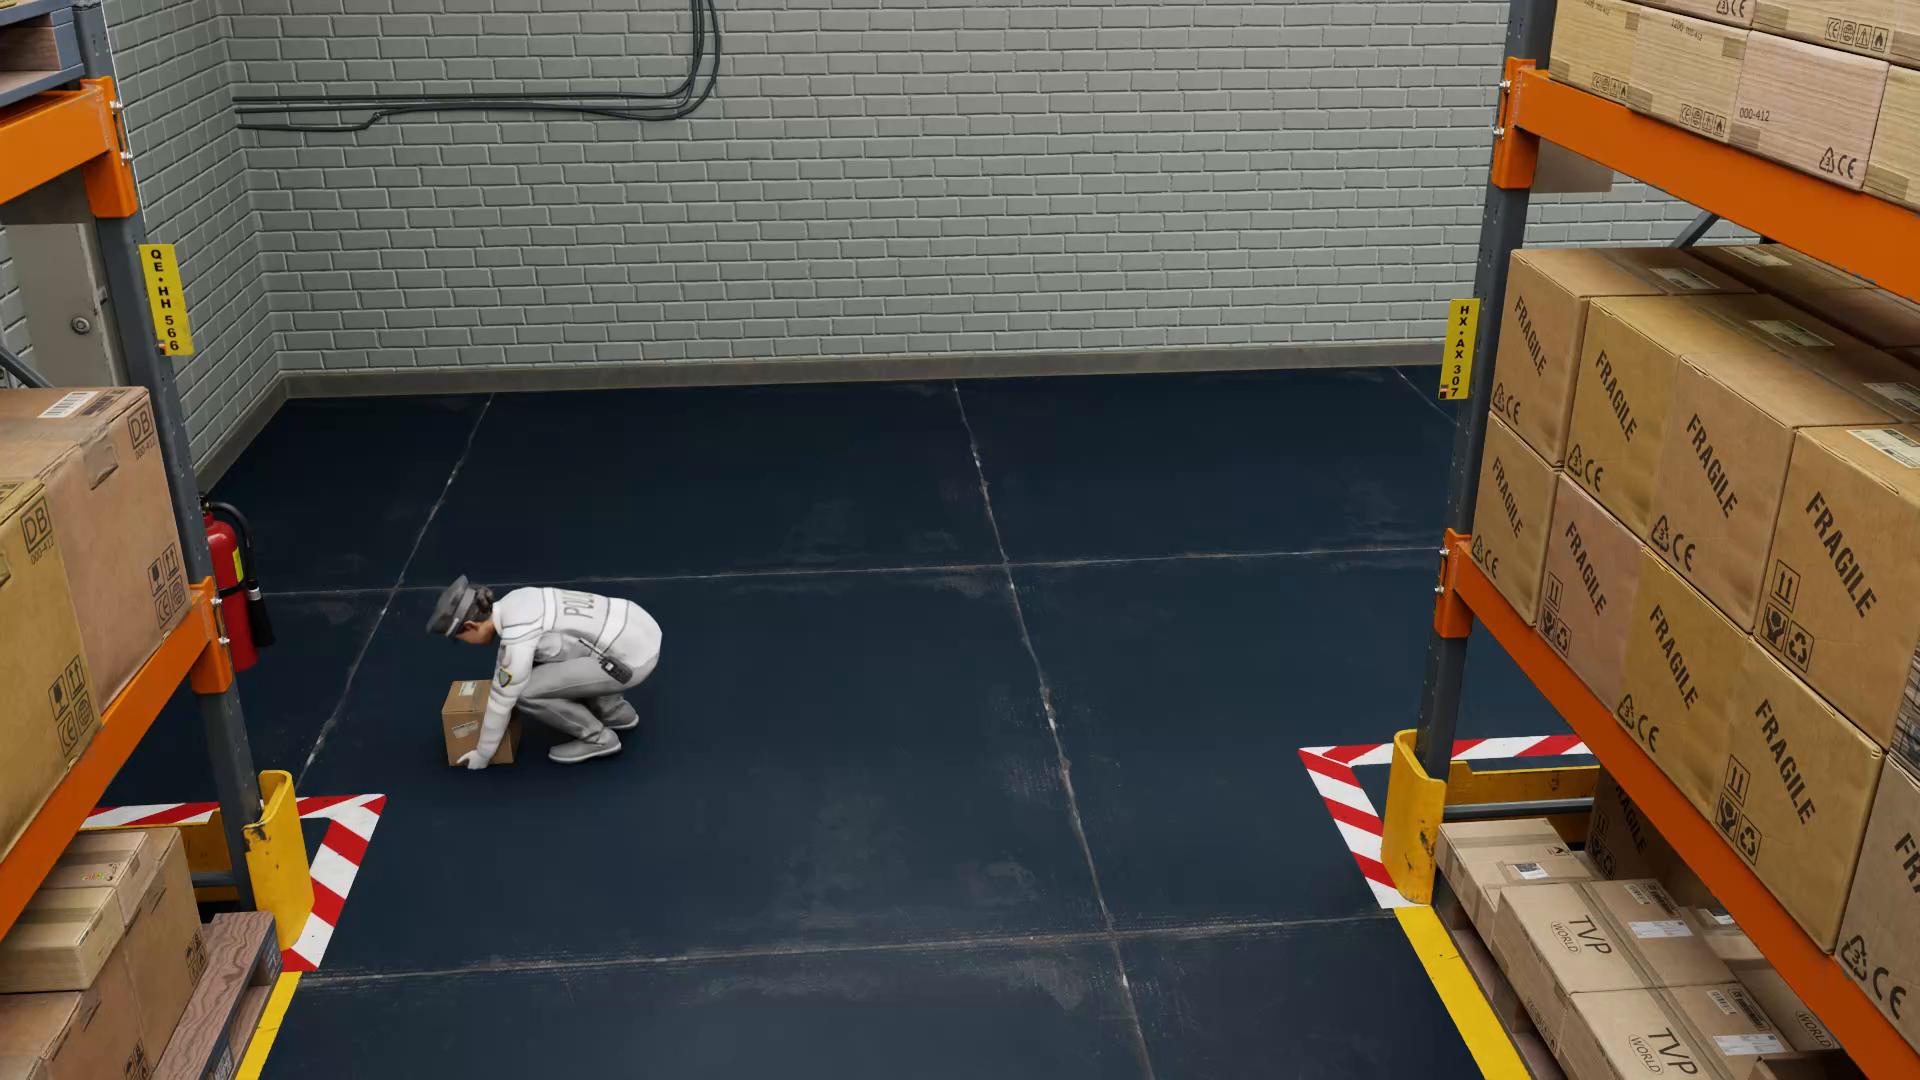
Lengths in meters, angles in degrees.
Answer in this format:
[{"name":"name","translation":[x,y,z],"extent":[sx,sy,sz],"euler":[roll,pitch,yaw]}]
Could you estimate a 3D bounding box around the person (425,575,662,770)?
[{"name":"person","translation":[-1.635,0.510,6.625],"extent":[0.889,0.847,0.466],"euler":[-3,24,-6]}]
